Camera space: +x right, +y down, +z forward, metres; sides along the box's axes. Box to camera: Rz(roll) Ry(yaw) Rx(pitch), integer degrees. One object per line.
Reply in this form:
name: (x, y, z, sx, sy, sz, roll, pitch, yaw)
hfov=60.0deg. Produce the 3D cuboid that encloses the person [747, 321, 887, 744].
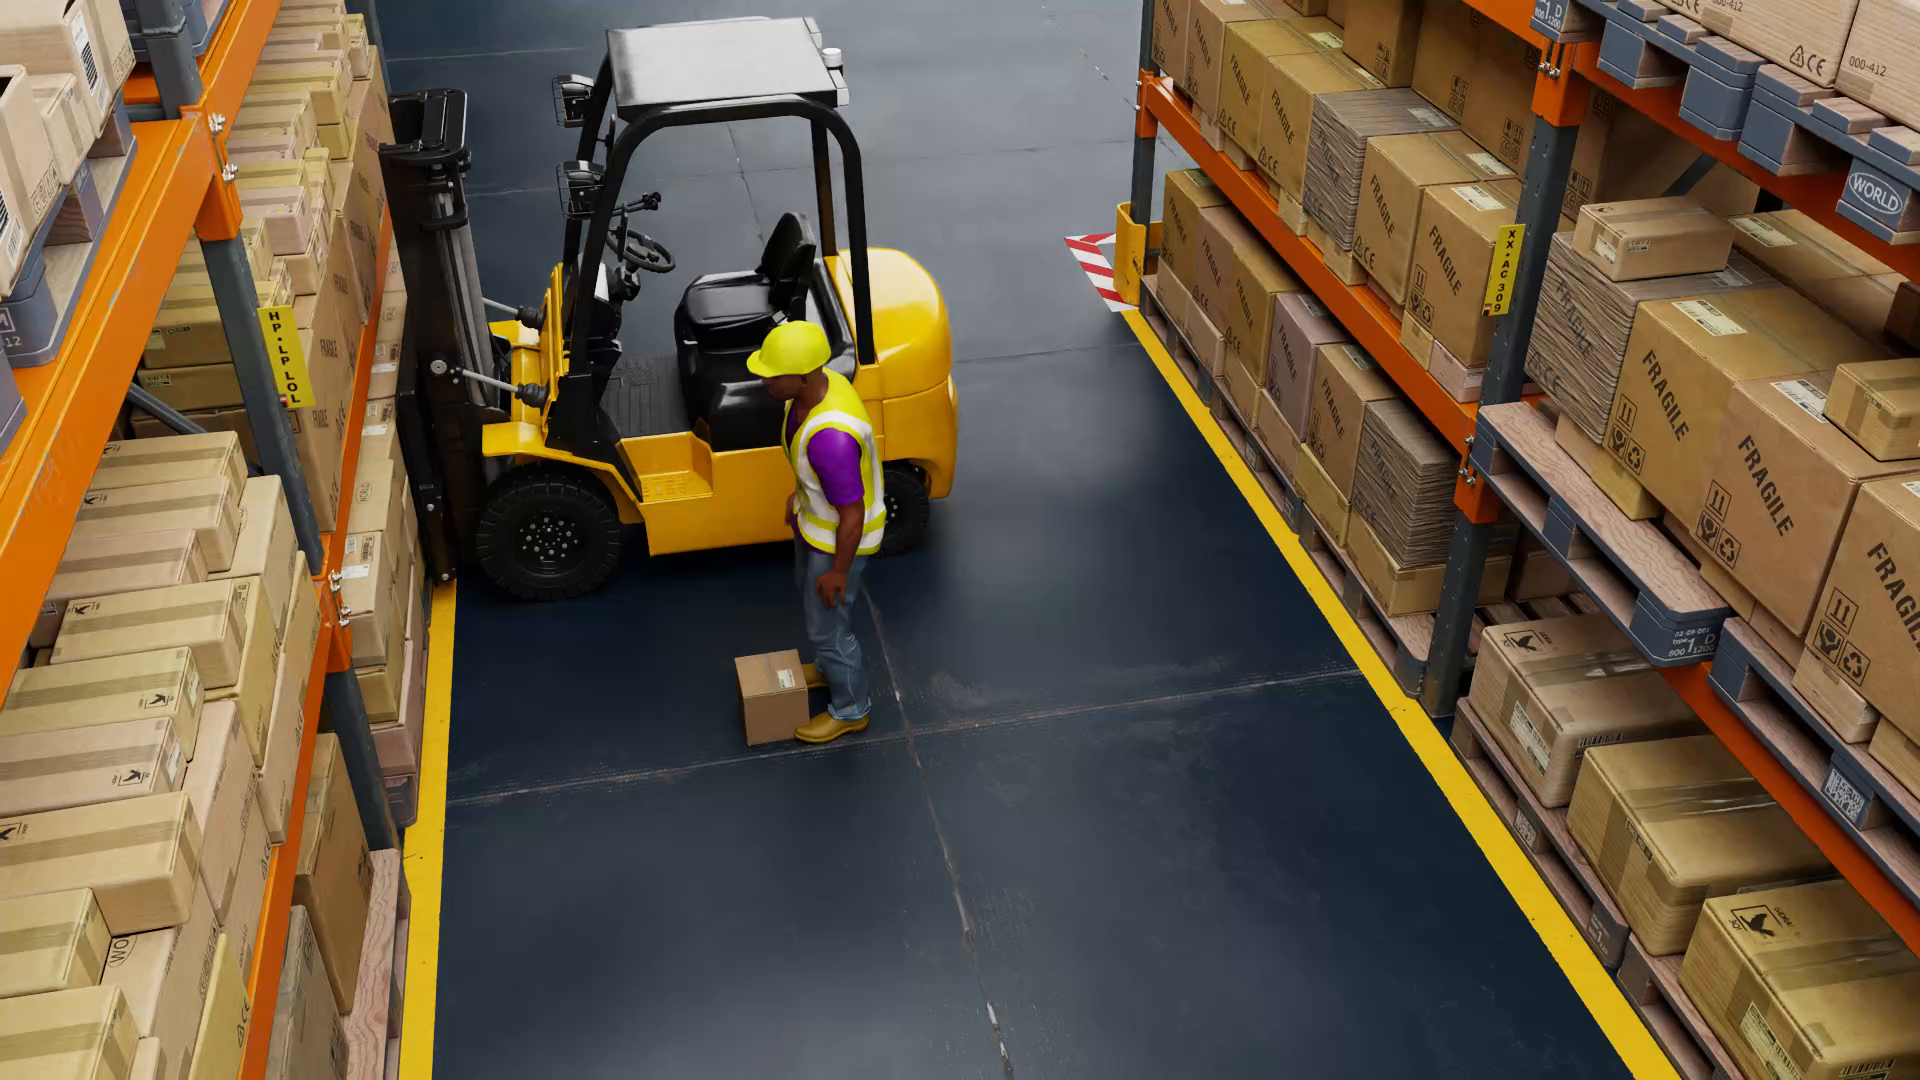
person: (-0.515, -0.032, 6.174, 0.457, 1.760, 0.635, -9, 35, -13)
